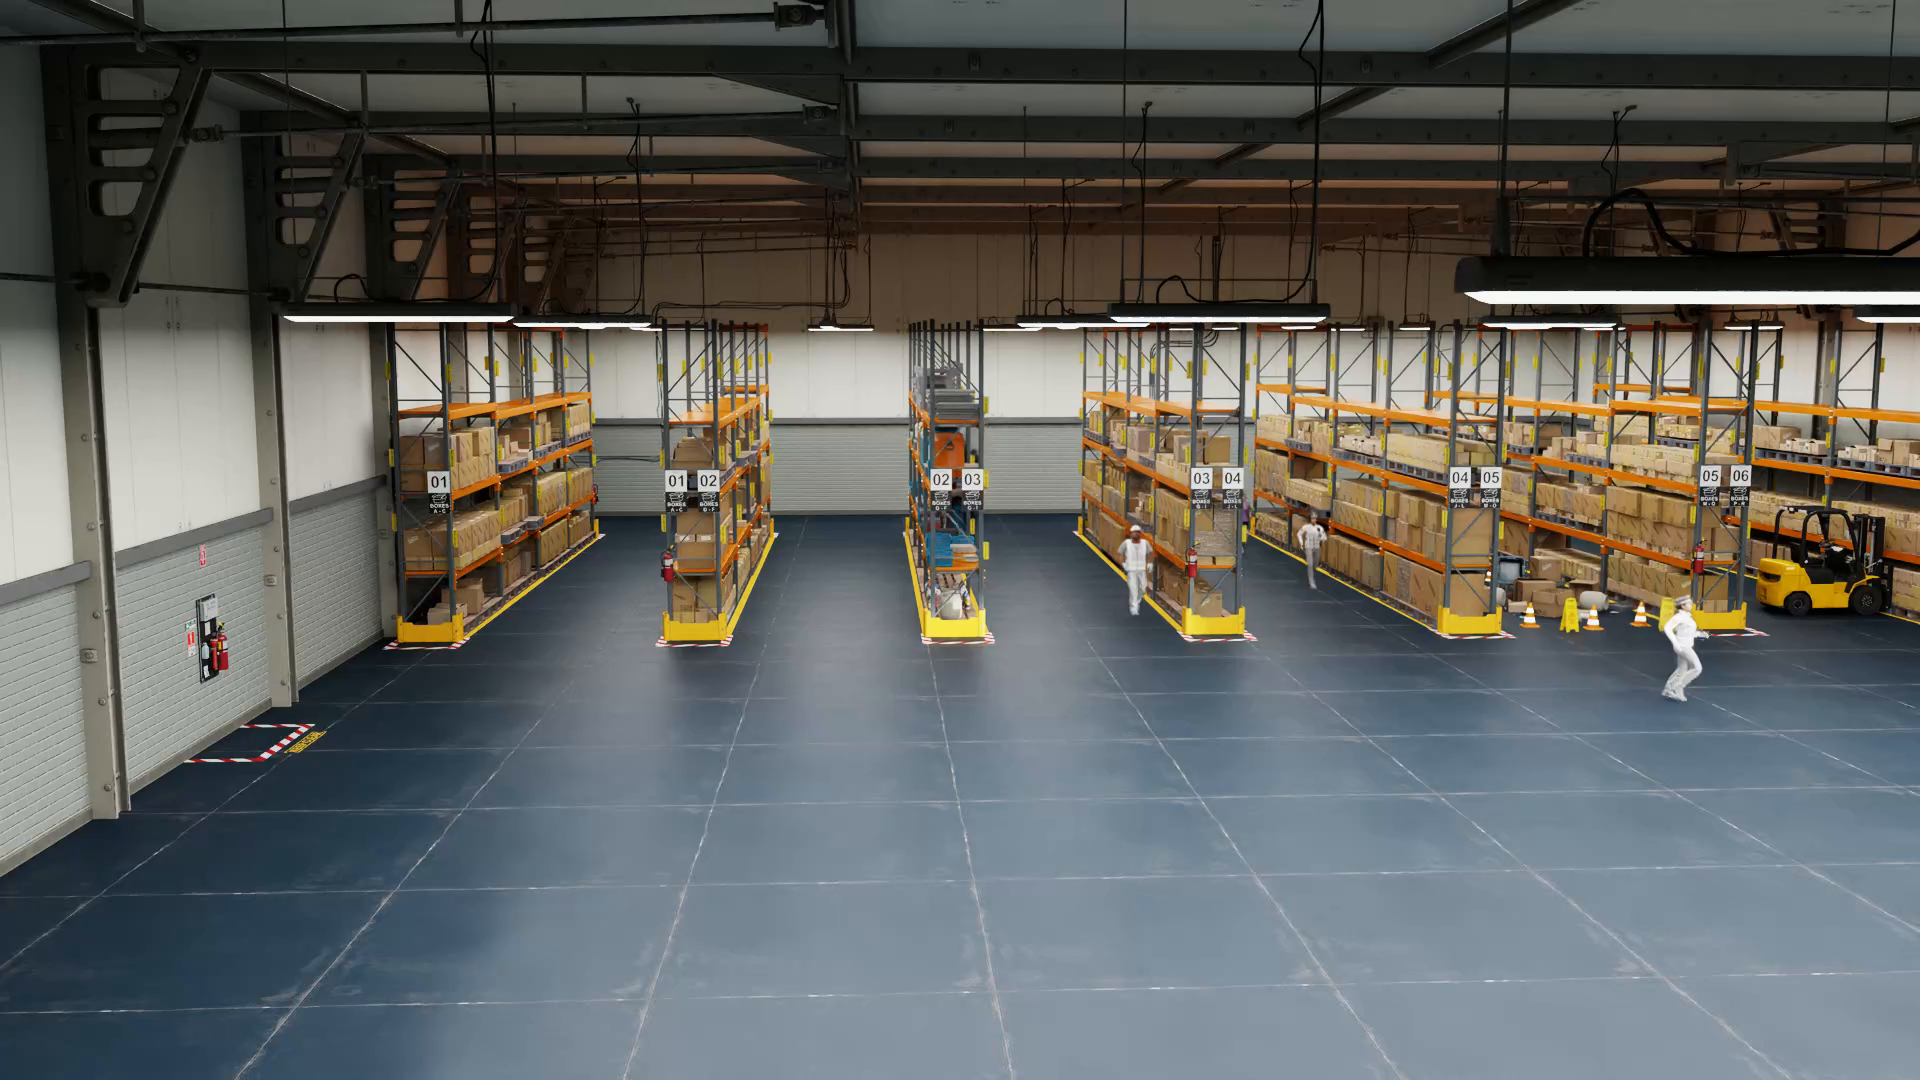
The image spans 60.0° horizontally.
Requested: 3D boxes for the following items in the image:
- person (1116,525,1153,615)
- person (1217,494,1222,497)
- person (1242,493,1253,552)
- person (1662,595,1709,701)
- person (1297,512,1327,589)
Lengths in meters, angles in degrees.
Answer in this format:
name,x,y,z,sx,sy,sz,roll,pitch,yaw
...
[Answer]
name,x,y,z,sx,sy,sz,roll,pitch,yaw
person,3.397,0.579,32.317,0.708,1.750,0.571,-1,7,-7
person,7.555,-1.085,48.342,0.536,1.690,0.743,-5,9,-38
person,7.476,-0.479,44.072,0.537,1.578,0.598,0,7,-2
person,11.339,1.681,25.977,0.644,1.670,0.593,4,8,32
person,7.997,0.206,37.718,0.610,1.686,0.936,0,7,-4
